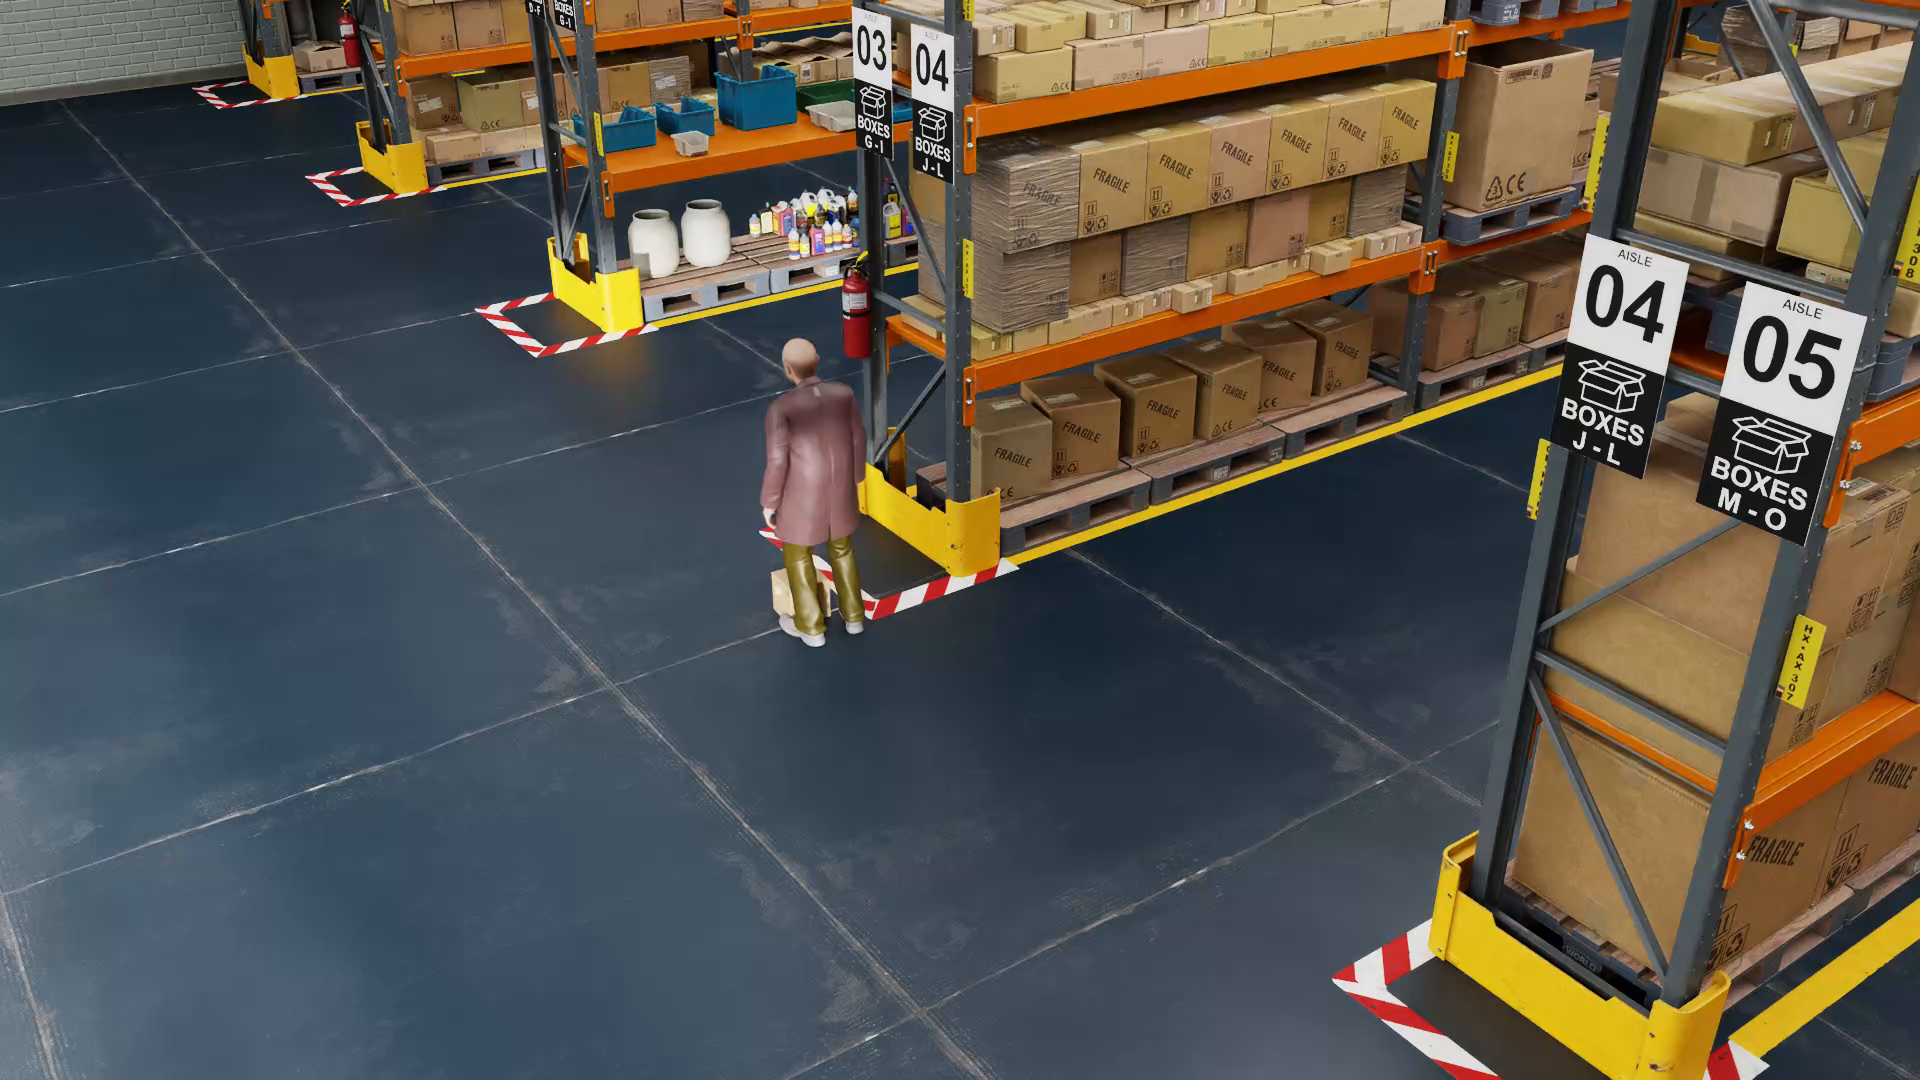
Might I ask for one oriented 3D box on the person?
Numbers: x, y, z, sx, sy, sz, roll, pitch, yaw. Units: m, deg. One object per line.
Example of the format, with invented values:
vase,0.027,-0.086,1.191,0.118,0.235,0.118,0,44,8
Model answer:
person,-0.799,-0.261,9.124,0.656,1.774,0.417,-17,33,-28
